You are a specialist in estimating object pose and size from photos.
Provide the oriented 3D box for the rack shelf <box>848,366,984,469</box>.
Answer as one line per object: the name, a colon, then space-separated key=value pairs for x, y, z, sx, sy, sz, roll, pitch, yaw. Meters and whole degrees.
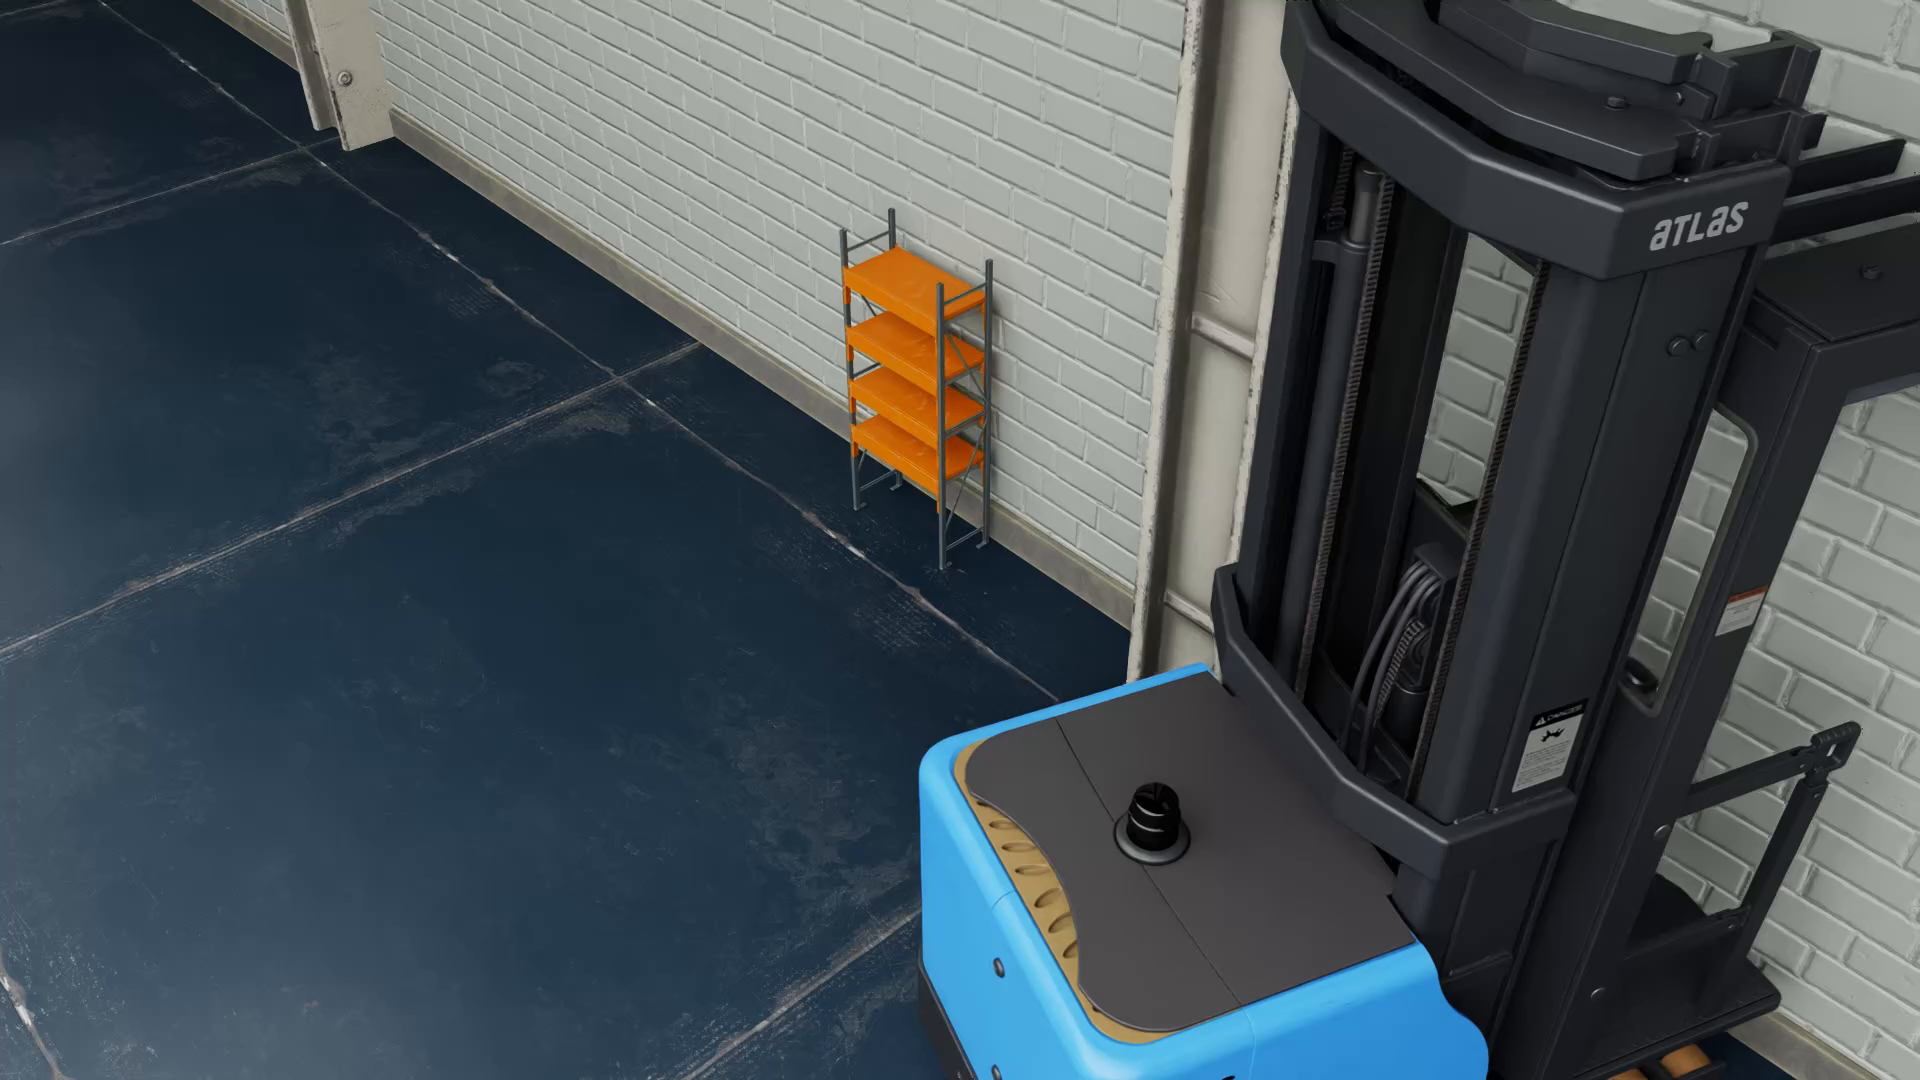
rack shelf: x=-0.150 y=-0.468 z=5.982 sx=0.258 sy=0.148 sz=0.480 roll=-30 pitch=48 yaw=-32

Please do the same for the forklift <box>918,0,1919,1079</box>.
forklift: x=1.456 y=0.105 z=3.787 sx=3.031 sy=2.935 sz=1.130 roll=-15 pitch=41 yaw=-17

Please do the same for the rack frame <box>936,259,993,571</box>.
rack frame: x=0.017 y=-0.409 z=5.801 sx=0.240 sy=1.200 sz=0.015 roll=-30 pitch=48 yaw=-32

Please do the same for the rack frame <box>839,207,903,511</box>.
rack frame: x=-0.317 y=-0.633 z=6.078 sx=0.240 sy=1.200 sz=0.015 roll=-30 pitch=48 yaw=-32

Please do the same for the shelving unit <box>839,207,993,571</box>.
shelving unit: x=-0.150 y=-0.521 z=5.939 sx=0.258 sy=1.200 sz=0.503 roll=-30 pitch=48 yaw=-32

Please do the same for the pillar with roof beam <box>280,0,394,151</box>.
pillar with roof beam: x=-6.433 y=-3.884 z=3.897 sx=9.100 sy=9.000 sz=0.400 roll=-30 pitch=48 yaw=-32

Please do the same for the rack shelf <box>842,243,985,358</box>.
rack shelf: x=-0.150 y=-0.826 z=5.692 sx=0.258 sy=0.148 sz=0.480 roll=-30 pitch=48 yaw=-32

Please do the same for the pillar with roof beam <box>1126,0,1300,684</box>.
pillar with roof beam: x=-2.375 y=-1.107 z=0.459 sx=9.100 sy=9.000 sz=0.400 roll=-30 pitch=48 yaw=-32

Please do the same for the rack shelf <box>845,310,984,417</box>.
rack shelf: x=-0.150 y=-0.642 z=5.841 sx=0.258 sy=0.148 sz=0.480 roll=-30 pitch=48 yaw=-32

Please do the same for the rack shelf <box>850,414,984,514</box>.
rack shelf: x=-0.150 y=-0.314 z=6.106 sx=0.258 sy=0.148 sz=0.480 roll=-30 pitch=48 yaw=-32
